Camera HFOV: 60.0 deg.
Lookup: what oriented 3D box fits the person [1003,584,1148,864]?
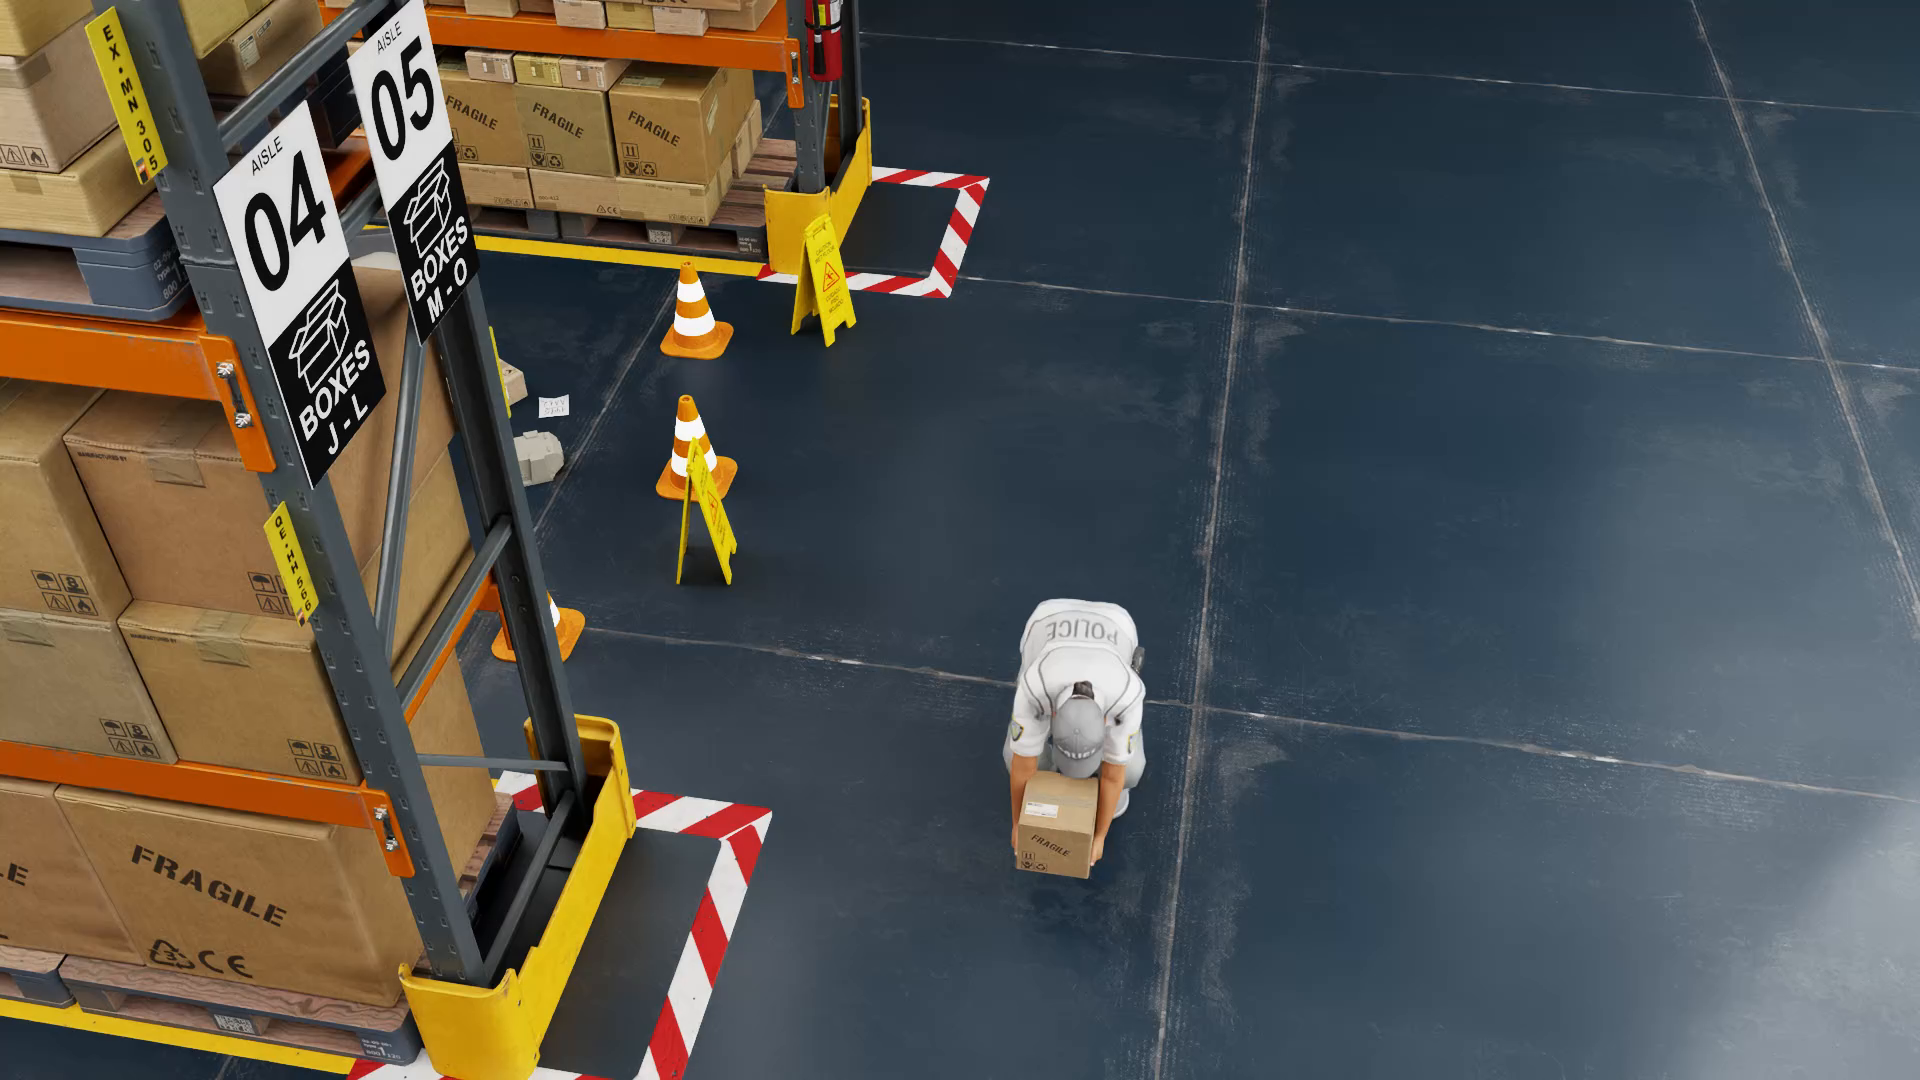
[{"bbox_3d":[0.416,0.671,5.929,0.515,0.951,0.929,5,41,6],"label":"person"}]
